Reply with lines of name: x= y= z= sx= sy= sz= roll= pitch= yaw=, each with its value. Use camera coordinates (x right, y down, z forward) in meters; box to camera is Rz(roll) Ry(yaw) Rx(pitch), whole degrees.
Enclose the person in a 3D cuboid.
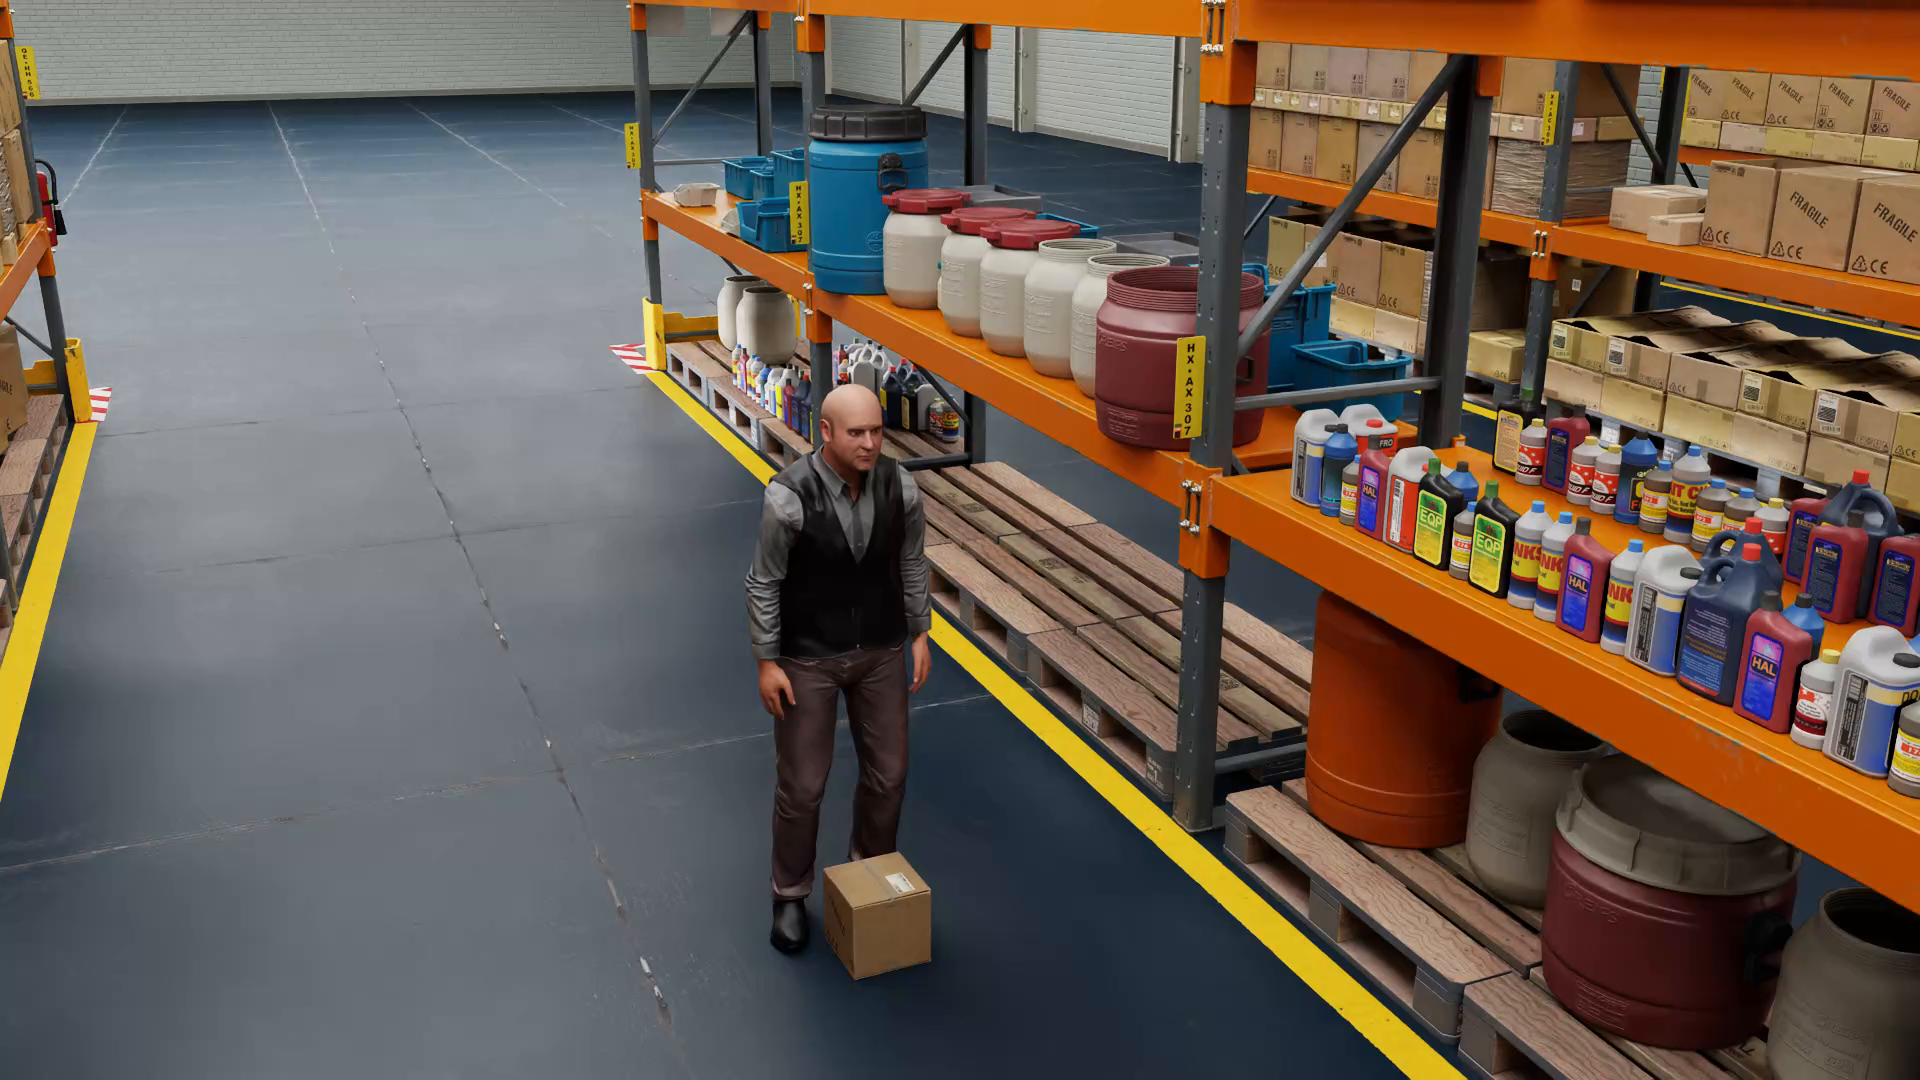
person: x=-0.361 y=0.357 z=5.046 sx=0.594 sy=1.721 sz=0.423 roll=-9 pitch=21 yaw=-25
